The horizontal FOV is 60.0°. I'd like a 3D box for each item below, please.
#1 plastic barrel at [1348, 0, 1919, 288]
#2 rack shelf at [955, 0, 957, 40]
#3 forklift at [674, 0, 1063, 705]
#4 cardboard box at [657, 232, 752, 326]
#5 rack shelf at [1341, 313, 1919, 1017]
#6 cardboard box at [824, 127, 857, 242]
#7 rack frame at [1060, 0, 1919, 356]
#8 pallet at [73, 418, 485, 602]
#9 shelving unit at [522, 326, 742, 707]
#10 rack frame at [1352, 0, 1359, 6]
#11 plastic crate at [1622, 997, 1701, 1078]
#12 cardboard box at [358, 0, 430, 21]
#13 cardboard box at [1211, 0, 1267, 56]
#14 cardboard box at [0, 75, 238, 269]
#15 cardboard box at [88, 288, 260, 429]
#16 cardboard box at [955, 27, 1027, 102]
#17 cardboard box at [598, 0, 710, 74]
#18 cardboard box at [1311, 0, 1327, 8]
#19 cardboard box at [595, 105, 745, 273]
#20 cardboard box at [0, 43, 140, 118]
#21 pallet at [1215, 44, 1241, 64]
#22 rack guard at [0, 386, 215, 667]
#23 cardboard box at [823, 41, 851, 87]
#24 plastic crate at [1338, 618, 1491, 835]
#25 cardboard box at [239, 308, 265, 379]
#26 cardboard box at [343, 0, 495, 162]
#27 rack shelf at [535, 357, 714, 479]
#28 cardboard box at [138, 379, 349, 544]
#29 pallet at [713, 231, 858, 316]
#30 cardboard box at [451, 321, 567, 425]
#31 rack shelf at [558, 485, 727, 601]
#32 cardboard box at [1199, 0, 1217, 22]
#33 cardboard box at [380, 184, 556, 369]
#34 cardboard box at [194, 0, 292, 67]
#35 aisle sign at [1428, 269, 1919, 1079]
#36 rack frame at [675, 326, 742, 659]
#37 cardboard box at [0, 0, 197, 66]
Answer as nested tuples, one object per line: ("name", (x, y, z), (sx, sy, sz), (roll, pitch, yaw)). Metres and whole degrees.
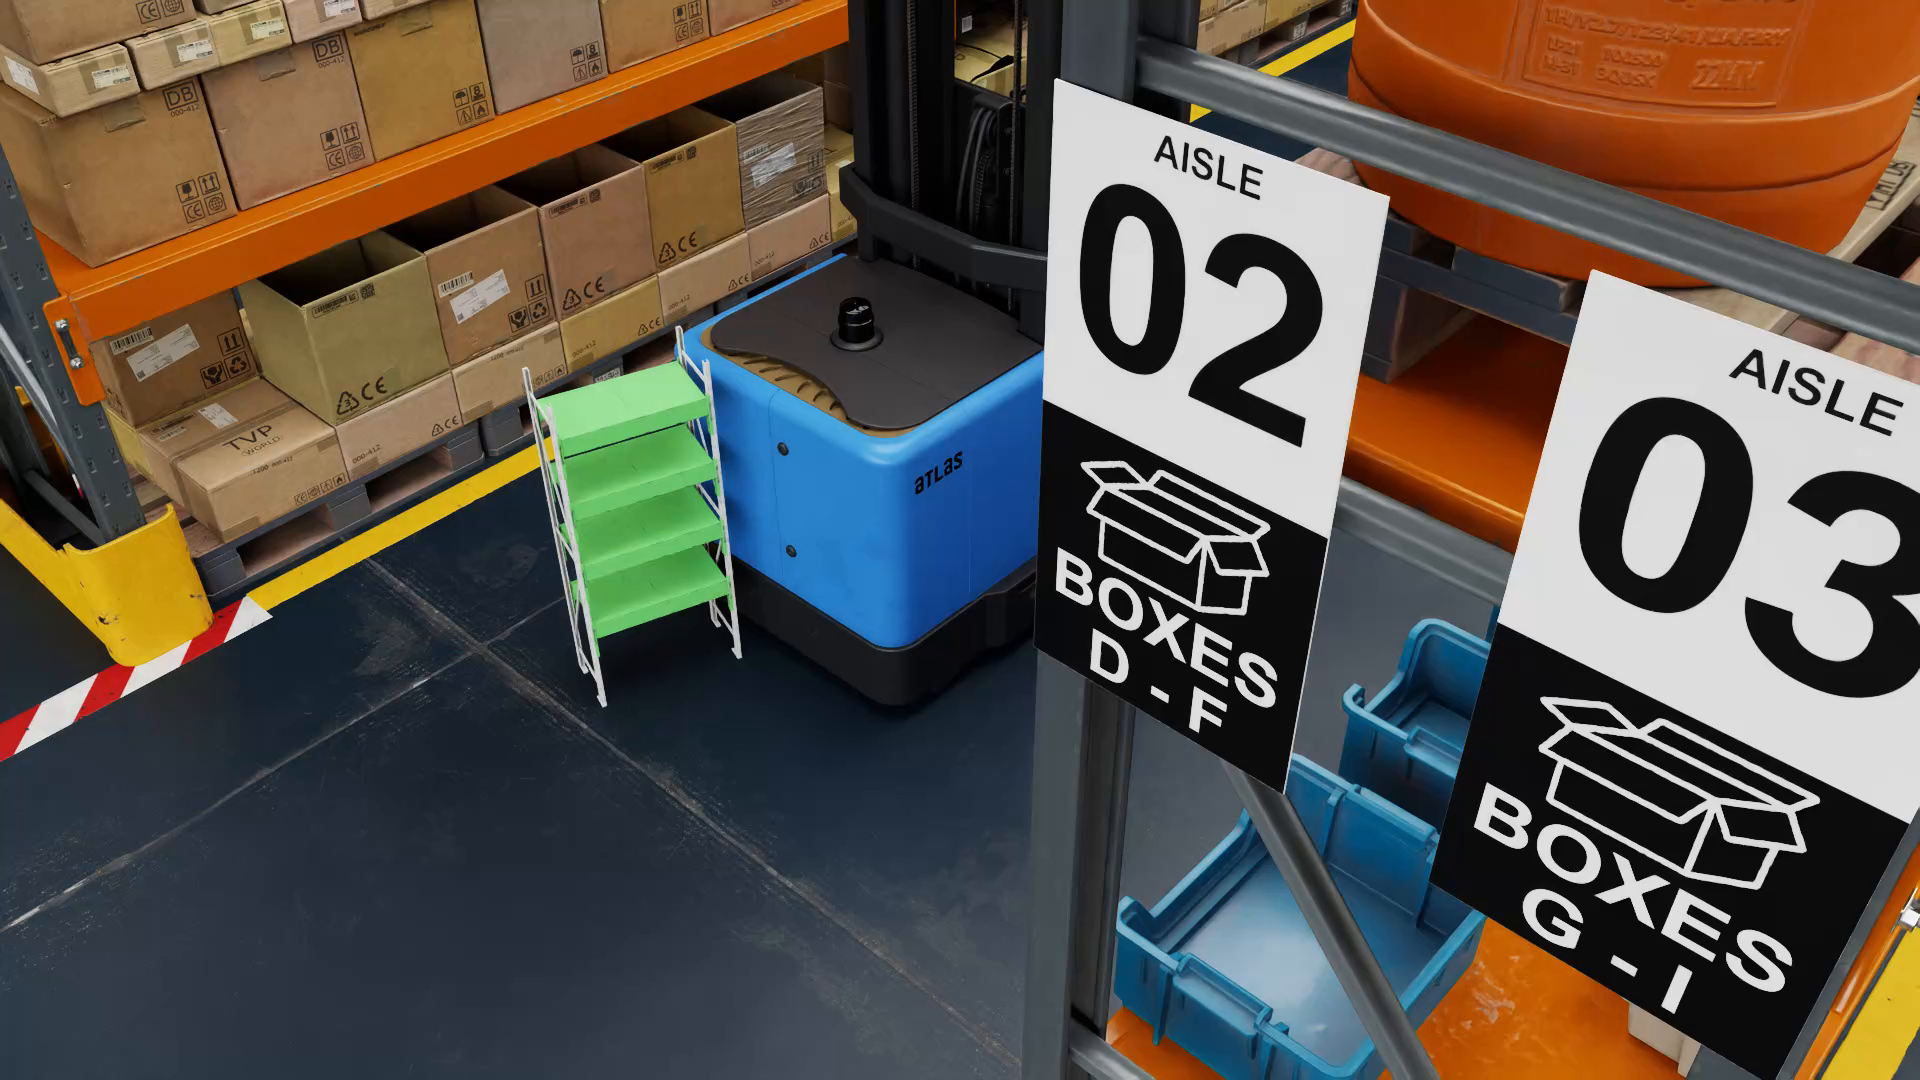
("plastic barrel", (0.746, -0.759, 1.702), (0.600, 0.830, 0.708), (30, 47, 32))
("rack shelf", (0.906, -3.532, 8.860), (1.077, 0.370, 4.000), (30, 47, 32))
("forklift", (0.425, -1.437, 5.702), (1.130, 2.935, 3.031), (30, 47, 32))
("cardboard box", (-1.266, -1.217, 7.242), (0.500, 0.250, 0.500), (30, 47, 32))
("rack shelf", (1.861, -0.787, 2.998), (1.077, 0.370, 4.000), (30, 47, 32))
("cardboard box", (-0.595, -1.679, 7.823), (0.500, 0.250, 0.500), (30, 47, 32))
("rack frame", (0.512, -1.324, 0.685), (1.000, 3.000, 0.127), (30, 47, 32))
("pallet", (-2.657, -0.335, 6.502), (1.003, 0.211, 1.213), (30, 47, 32))
("shelving unit", (-1.031, -0.053, 5.353), (0.503, 1.200, 0.258), (-19, 42, -22))
("rack frame", (2.255, -4.733, 9.792), (1.000, 3.000, 0.127), (30, 47, 32))
("plastic crate", (1.353, 0.851, 2.981), (0.298, 0.136, 0.250), (30, 47, 32))
("cardboard box", (-2.023, -1.915, 5.647), (0.380, 0.149, 0.250), (28, 46, 31))
("cardboard box", (1.394, -3.009, 9.496), (0.500, 0.250, 0.500), (31, 48, 33))
("cardboard box", (-2.817, -1.306, 5.402), (0.700, 0.500, 0.500), (30, 47, 32))
("cardboard box", (-3.000, -0.811, 6.129), (0.500, 0.500, 0.500), (30, 47, 32))
("cardboard box", (0.019, -2.288, 8.139), (0.500, 0.311, 0.500), (30, 47, 32))
("cardboard box", (-1.430, -2.254, 6.594), (0.700, 0.500, 0.500), (30, 48, 32))
("cardboard box", (2.080, -3.477, 10.084), (0.500, 0.250, 0.500), (31, 48, 33))
("cardboard box", (-1.275, -1.516, 7.016), (0.500, 0.500, 0.500), (30, 47, 32))
("cardboard box", (-2.718, -1.440, 5.050), (0.380, 0.149, 0.250), (29, 47, 32))
("pallet", (0.848, -2.722, 9.503), (1.003, 0.211, 1.213), (30, 47, 32))
("rack guard", (-3.158, -0.068, 5.934), (1.175, 0.500, 0.348), (30, 47, 32))
("cardboard box", (-0.382, -2.509, 8.417), (0.500, 0.311, 0.500), (30, 47, 32))
("plastic crate", (1.071, 0.431, 3.418), (0.499, 0.251, 0.408), (30, 47, 32))
("cardboard box", (-2.670, -0.751, 6.656), (0.500, 0.250, 0.500), (30, 47, 32))
("cardboard box", (-2.127, -1.775, 5.991), (0.700, 0.500, 0.500), (30, 47, 32))
("rack shelf", (-1.031, -0.379, 5.094), (0.480, 0.148, 0.258), (-19, 42, -22))
("cardboard box", (-2.616, -0.299, 6.087), (0.500, 0.250, 0.500), (30, 47, 32))
("pallet", (-1.011, -1.456, 7.911), (1.003, 0.211, 1.213), (30, 47, 32))
("cardboard box", (-1.944, -0.759, 6.667), (0.500, 0.250, 0.500), (30, 47, 32))
("rack shelf", (-1.031, -0.003, 5.393), (0.480, 0.148, 0.258), (-19, 42, -22))
("cardboard box", (1.056, -2.995, 9.028), (0.500, 0.311, 0.500), (31, 48, 33))
("cardboard box", (-1.952, -1.058, 6.439), (0.500, 0.500, 0.500), (30, 47, 32))
("cardboard box", (-2.373, -1.677, 5.347), (0.380, 0.149, 0.250), (30, 47, 32))
("aisle sign", (0.680, 0.163, 1.547), (0.394, 0.787, 0.004), (30, 47, 32))
("rack frame", (-0.817, -0.127, 5.446), (0.015, 1.200, 0.240), (-19, 42, -22))
("cardboard box", (-2.782, -1.838, 5.029), (0.700, 0.500, 0.500), (30, 47, 32))
